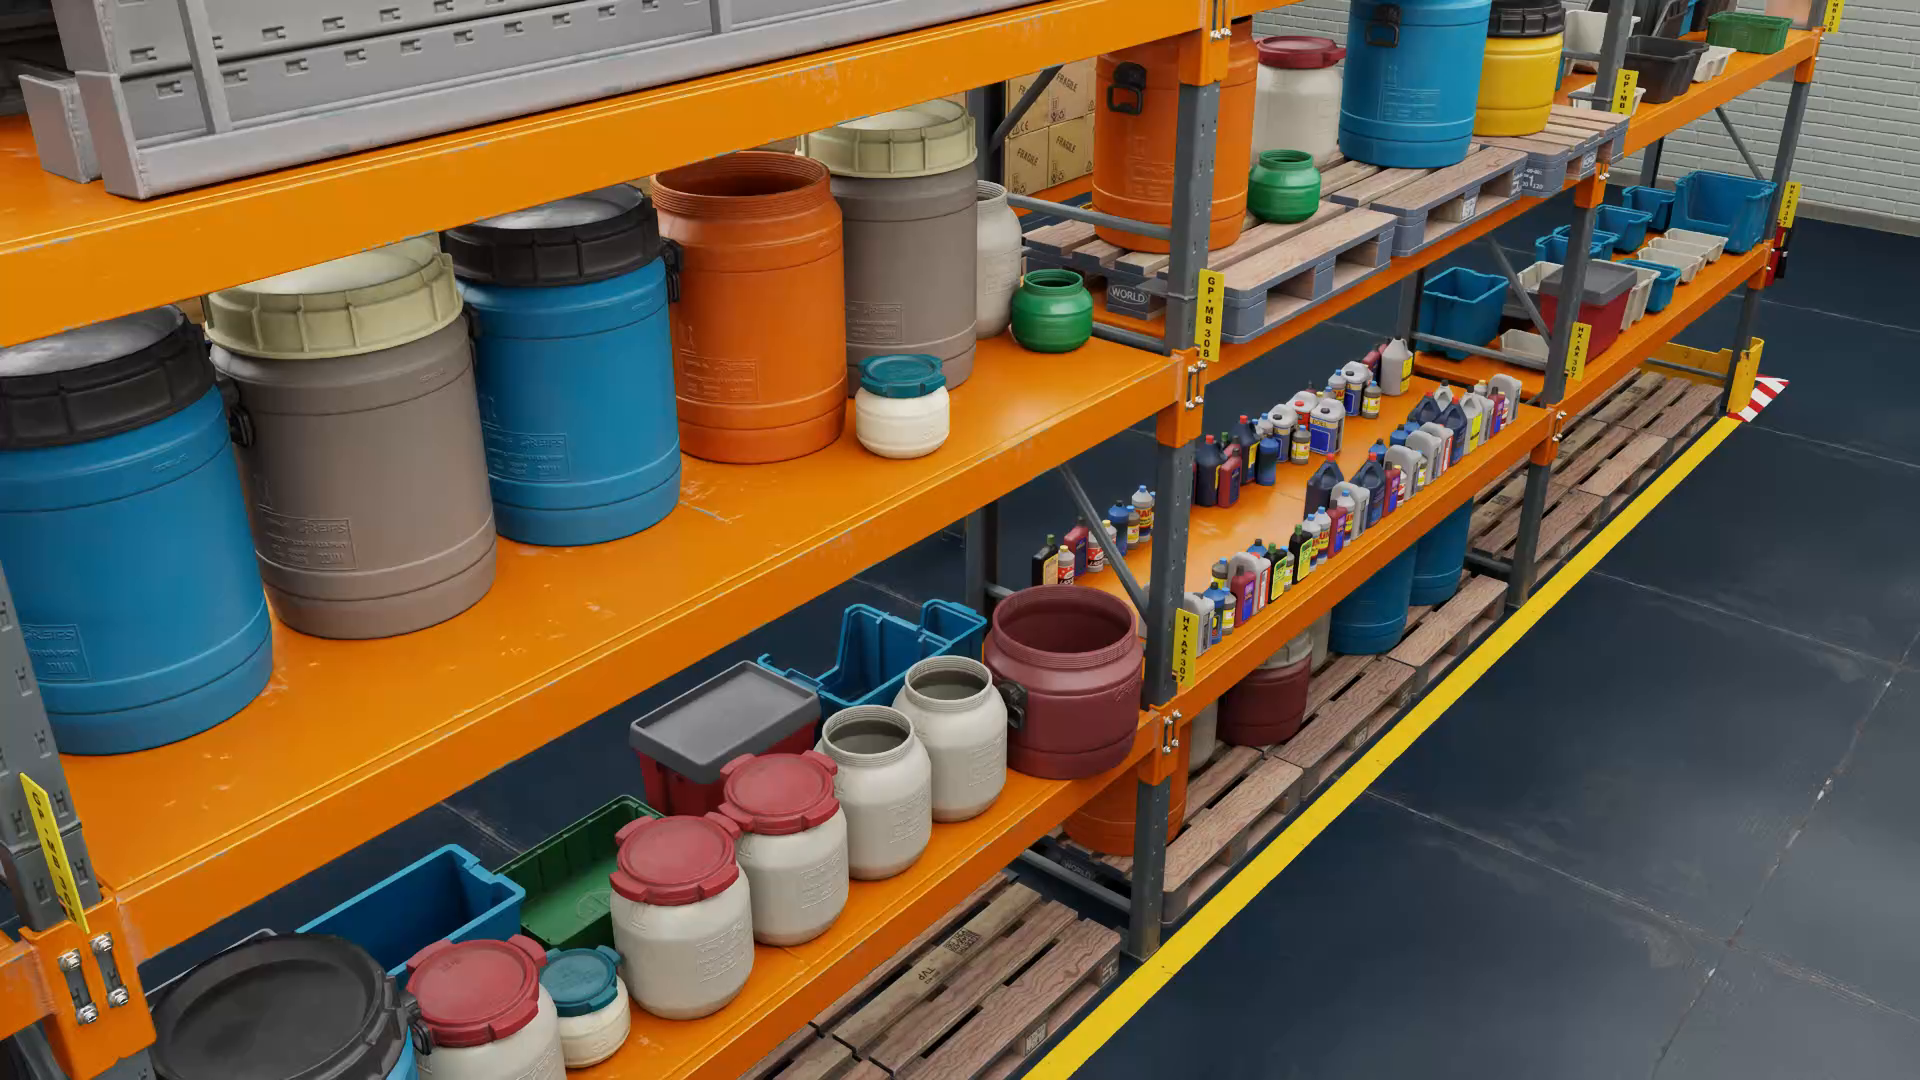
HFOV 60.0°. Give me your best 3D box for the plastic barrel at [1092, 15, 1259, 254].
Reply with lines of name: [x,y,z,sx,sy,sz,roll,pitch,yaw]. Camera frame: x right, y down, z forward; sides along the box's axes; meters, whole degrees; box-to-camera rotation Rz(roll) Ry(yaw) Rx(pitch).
plastic barrel: [0.813,-1.573,6.337,0.600,0.830,0.708,21,34,34]

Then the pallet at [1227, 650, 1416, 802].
pallet: [1.695,0.853,8.871,1.003,0.211,1.213,21,34,34]

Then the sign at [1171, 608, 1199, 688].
sign: [0.878,0.423,6.491,0.100,0.325,0.005,21,34,34]

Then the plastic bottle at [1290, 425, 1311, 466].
plastic bottle: [1.777,-0.500,8.668,0.097,0.201,0.097,0,27,0]

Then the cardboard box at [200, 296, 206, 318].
cardboard box: [-6.064,-2.321,13.855,0.750,0.750,0.750,21,34,34]

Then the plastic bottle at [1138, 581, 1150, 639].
plastic bottle: [0.856,0.289,7.062,0.152,0.276,0.135,21,34,34]

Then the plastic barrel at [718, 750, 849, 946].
plastic barrel: [-0.575,1.006,5.393,0.433,0.535,0.433,0,27,0]

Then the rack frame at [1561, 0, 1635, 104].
rack frame: [2.993,-3.746,8.197,1.000,3.000,0.127,21,34,34]

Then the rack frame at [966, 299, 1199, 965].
rack frame: [0.449,0.337,6.834,1.000,3.000,0.127,21,34,34]

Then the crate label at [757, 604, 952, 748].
crate label: [-0.391,0.595,6.298,0.502,0.435,0.616,21,34,34]

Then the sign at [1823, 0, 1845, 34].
sign: [5.973,-3.630,11.352,0.100,0.325,0.005,21,34,34]

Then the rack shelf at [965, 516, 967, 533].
rack shelf: [0.034,-0.229,10.678,0.215,0.259,0.240,21,34,34]

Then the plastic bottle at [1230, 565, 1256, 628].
plastic bottle: [1.218,0.227,7.174,0.061,0.283,0.133,21,34,34]

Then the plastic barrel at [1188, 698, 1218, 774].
plastic barrel: [1.037,0.851,8.092,0.421,0.512,0.421,0,27,0]

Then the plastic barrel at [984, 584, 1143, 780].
plastic barrel: [0.388,0.530,6.314,0.600,0.536,0.708,21,34,34]

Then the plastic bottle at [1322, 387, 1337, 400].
plastic bottle: [2.016,-0.743,9.138,0.097,0.201,0.097,0,27,0]

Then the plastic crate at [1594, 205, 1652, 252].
plastic crate: [4.708,-2.227,11.907,0.416,0.233,0.300,21,34,34]

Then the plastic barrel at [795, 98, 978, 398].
plastic barrel: [-0.241,-0.990,5.589,0.600,0.901,0.600,0,27,0]

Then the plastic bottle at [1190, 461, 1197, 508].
plastic bottle: [1.104,-0.285,8.162,0.061,0.283,0.133,21,34,34]

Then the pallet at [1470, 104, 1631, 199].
pallet: [2.570,-2.023,8.337,1.213,0.211,1.003,21,34,34]

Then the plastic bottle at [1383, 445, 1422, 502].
plastic bottle: [2.206,-0.354,8.304,0.152,0.276,0.135,21,34,34]

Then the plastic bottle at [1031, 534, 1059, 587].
plastic bottle: [0.377,0.121,7.379,0.061,0.283,0.133,21,34,34]

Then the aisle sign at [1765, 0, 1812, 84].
aisle sign: [5.810,-3.594,11.603,0.394,0.787,0.004,21,34,34]

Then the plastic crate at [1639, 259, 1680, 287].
plastic crate: [4.631,-1.752,11.094,0.298,0.136,0.250,21,34,34]

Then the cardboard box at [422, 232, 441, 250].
cardboard box: [-3.057,-1.599,10.011,0.700,0.500,0.500,10,29,18]

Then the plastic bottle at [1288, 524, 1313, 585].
plastic bottle: [1.535,0.050,7.516,0.061,0.283,0.133,21,34,34]

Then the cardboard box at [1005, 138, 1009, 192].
cardboard box: [0.031,-2.858,12.901,0.500,0.500,0.500,21,34,35]

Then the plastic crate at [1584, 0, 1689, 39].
plastic crate: [4.354,-3.343,10.750,0.504,0.338,0.767,21,34,34]

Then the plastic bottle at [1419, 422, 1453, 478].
plastic bottle: [2.439,-0.484,8.555,0.152,0.276,0.135,21,34,34]

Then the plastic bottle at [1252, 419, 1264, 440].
plastic bottle: [1.512,-0.493,8.579,0.097,0.271,0.097,0,27,0]

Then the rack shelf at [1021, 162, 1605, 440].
rack shelf: [1.721,-1.385,7.681,1.077,0.370,4.000,21,34,34]

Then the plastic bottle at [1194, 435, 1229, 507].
plastic bottle: [1.238,-0.359,8.232,0.144,0.351,0.185,21,34,34]

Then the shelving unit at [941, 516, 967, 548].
shelving unit: [0.034,-0.485,10.545,0.215,1.050,0.252,21,34,34]

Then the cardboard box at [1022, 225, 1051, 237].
cardboard box: [0.835,-2.635,15.093,0.500,0.250,0.500,21,34,34]

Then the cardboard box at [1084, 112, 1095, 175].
cardboard box: [0.994,-3.394,13.938,0.500,0.500,0.500,21,34,35]

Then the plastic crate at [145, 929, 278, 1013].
plastic crate: [-2.023,1.466,4.583,0.402,0.464,0.583,21,34,34]

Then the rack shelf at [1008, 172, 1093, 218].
rack shelf: [0.446,-2.920,13.912,1.077,0.370,4.000,21,34,34]

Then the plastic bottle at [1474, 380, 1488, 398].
plastic bottle: [2.884,-0.789,9.226,0.097,0.201,0.097,0,27,0]

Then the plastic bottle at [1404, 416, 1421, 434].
plastic bottle: [2.331,-0.511,8.614,0.097,0.271,0.097,0,27,0]

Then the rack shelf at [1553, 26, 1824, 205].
rack shelf: [4.266,-2.803,10.422,1.077,0.370,4.000,21,34,34]

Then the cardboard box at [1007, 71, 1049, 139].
cardboard box: [0.346,-3.469,12.994,0.500,0.500,0.500,20,33,33]

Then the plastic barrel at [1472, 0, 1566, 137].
plastic barrel: [2.570,-2.301,8.006,0.600,0.588,0.600,0,27,0]

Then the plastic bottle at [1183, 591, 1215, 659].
plastic bottle: [0.974,0.333,6.976,0.152,0.276,0.135,21,34,34]

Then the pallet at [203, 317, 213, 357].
pallet: [-6.636,-1.577,13.569,1.003,0.211,1.213,21,34,34]

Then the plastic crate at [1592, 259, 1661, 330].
plastic crate: [4.107,-1.543,10.531,0.437,0.282,0.530,21,34,34]

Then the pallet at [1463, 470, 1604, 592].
pallet: [3.431,-0.115,10.742,1.003,0.211,1.213,21,34,34]

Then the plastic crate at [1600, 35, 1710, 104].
plastic crate: [3.995,-2.716,9.613,0.497,0.269,0.590,21,34,34]

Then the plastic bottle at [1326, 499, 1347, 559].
plastic bottle: [1.744,-0.066,7.741,0.061,0.283,0.133,21,34,34]

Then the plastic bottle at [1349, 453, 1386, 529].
plastic bottle: [1.961,-0.247,8.017,0.144,0.351,0.185,21,34,34]

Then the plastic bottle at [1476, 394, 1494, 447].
plastic bottle: [2.760,-0.662,8.901,0.152,0.276,0.135,21,34,34]

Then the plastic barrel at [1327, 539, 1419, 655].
plastic barrel: [2.184,0.103,9.113,0.600,0.901,0.708,21,34,34]

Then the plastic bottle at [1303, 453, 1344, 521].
plastic bottle: [1.758,-0.244,8.011,0.144,0.351,0.185,21,34,34]

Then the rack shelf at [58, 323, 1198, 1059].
rack shelf: [-0.823,0.033,4.939,1.077,0.370,4.000,21,34,34]

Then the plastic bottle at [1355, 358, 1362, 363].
plastic bottle: [2.225,-0.891,9.347,0.097,0.271,0.097,0,27,0]

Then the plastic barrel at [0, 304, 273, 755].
plastic barrel: [-1.939,-0.043,3.759,0.600,0.901,0.708,21,34,34]
